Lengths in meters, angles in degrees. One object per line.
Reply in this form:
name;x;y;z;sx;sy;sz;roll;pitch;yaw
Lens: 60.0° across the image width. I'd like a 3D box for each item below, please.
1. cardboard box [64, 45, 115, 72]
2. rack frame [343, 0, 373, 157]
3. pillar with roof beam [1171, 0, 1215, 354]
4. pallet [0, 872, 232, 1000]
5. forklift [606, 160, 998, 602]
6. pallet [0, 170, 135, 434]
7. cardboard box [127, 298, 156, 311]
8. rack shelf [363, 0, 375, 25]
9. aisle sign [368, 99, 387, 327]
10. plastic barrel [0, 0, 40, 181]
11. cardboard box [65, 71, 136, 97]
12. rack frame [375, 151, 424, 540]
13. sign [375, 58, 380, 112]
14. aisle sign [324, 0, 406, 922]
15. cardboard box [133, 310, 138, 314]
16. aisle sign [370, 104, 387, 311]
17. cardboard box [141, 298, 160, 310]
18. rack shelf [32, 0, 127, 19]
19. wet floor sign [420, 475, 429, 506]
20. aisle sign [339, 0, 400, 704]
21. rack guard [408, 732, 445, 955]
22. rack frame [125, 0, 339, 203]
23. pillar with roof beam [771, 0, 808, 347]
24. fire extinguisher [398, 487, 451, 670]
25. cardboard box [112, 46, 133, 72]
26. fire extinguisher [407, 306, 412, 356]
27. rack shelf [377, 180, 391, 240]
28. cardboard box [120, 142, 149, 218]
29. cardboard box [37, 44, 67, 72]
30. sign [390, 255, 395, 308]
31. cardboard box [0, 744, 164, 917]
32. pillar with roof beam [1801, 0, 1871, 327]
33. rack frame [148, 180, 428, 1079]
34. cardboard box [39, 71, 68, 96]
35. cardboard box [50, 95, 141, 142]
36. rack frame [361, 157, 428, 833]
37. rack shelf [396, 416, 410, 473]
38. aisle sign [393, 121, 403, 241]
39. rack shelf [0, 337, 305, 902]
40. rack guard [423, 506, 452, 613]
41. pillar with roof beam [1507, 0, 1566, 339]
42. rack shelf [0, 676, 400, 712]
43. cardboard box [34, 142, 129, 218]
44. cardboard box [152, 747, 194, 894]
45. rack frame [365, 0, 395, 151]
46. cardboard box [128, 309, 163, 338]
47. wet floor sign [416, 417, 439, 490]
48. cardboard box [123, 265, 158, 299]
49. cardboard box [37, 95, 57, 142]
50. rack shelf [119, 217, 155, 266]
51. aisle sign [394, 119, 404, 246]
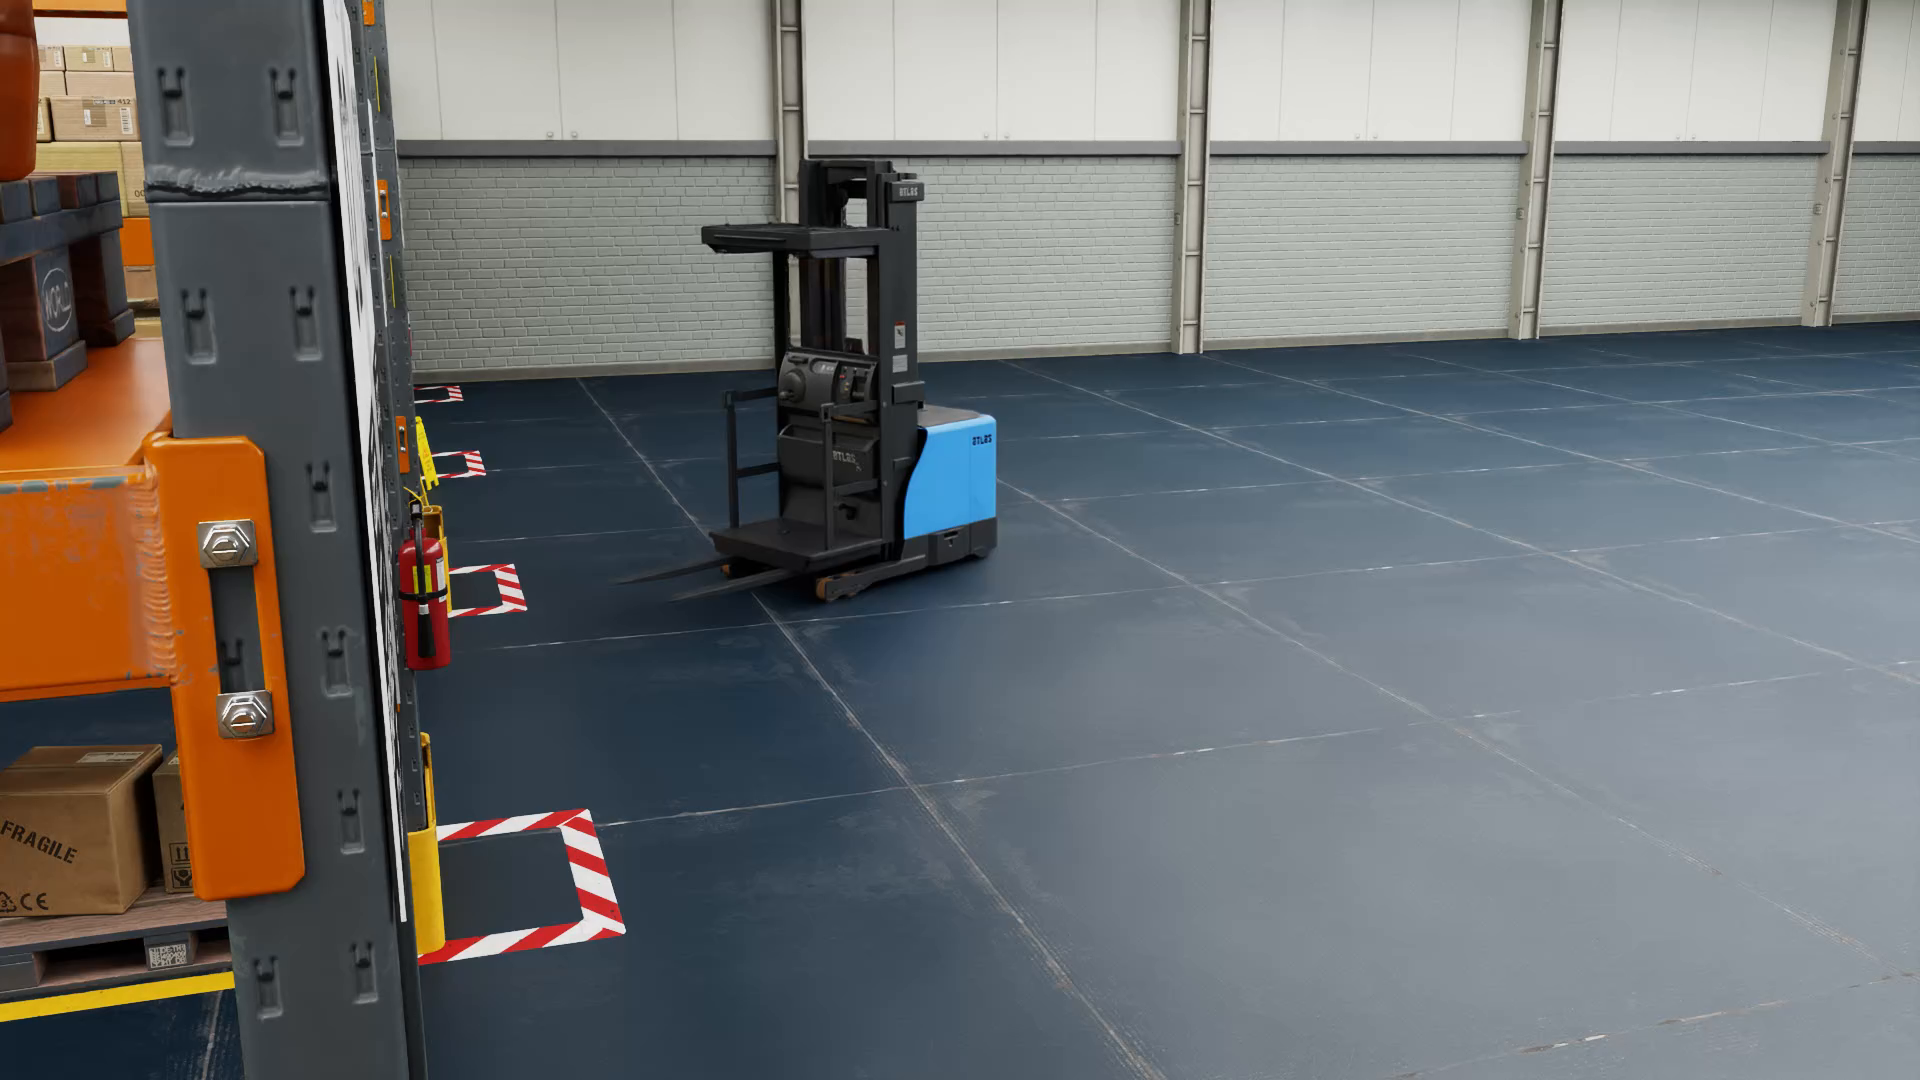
cardboard box;-5.175;-2.867;9.929;0.250;0.149;0.380;-5;14;-19
rack frame;-2.273;-2.906;5.912;0.127;3.000;1.000;-4;14;-18
pillar with roof beam;4.779;-6.255;19.994;0.400;9.000;9.100;-4;14;-18
pallet;-3.126;1.427;6.686;1.213;0.211;1.003;-4;14;-18
forklift;-1.078;-1.133;11.570;1.130;2.935;3.031;12;18;41
pallet;-1.508;-0.229;1.548;1.213;0.211;1.003;-4;14;-18
cardboard box;-3.357;-0.651;6.377;0.500;0.500;0.500;-4;14;-18
rack shelf;-5.654;-3.309;10.026;4.000;0.370;1.077;-4;14;-18
aisle sign;-2.118;-1.191;6.048;0.004;0.787;0.394;-4;14;-18
plastic barrel;-1.113;-0.710;1.326;0.708;0.830;0.600;-4;14;-18
cardboard box;-5.084;-2.695;10.068;0.500;0.250;0.500;-5;14;-18
rack frame;-3.759;-1.082;11.211;0.127;3.000;1.000;-4;14;-18
sign;-3.599;-2.814;10.266;0.005;0.325;0.100;-4;14;-18
aisle sign;-0.530;-0.106;1.487;0.004;0.787;0.394;-4;14;-18
cardboard box;-3.187;-0.534;5.886;0.500;0.500;0.500;-4;14;-18
aisle sign;-2.310;-1.322;6.602;0.004;0.787;0.394;-4;14;-18
cardboard box;-2.881;-0.686;6.526;0.500;0.500;0.500;-4;14;-18
rack shelf;-7.329;-4.580;14.513;4.000;0.370;1.077;-4;14;-18
wet floor sign;-4.363;-0.373;13.318;0.232;0.644;0.267;-7;15;-28
aisle sign;-0.718;-0.235;2.031;0.004;0.787;0.394;-4;14;-18
rack guard;-2.345;1.235;6.872;0.348;0.500;1.175;-4;14;-18
rack frame;-0.693;-1.819;1.345;0.127;3.000;1.000;-4;14;-18
pillar with roof beam;-0.908;-5.812;18.133;0.400;9.000;9.100;-4;14;-18
fire extinguisher;-2.017;0.143;6.226;0.183;0.674;0.296;-4;14;-18
cardboard box;-4.932;-2.886;10.010;0.250;0.149;0.380;-4;14;-18
fire extinguisher;-5.178;-2.030;15.364;0.183;0.674;0.296;-4;14;-18
rack shelf;-5.654;-2.044;10.327;4.000;0.370;1.077;-4;14;-18
cardboard box;-2.649;-1.282;5.893;0.500;0.250;0.500;-4;14;-17
cardboard box;-5.415;-2.848;9.850;0.250;0.149;0.380;-4;14;-18
sign;-3.599;-1.641;10.545;0.005;0.325;0.100;-4;14;-18
cardboard box;-3.425;1.119;6.452;0.500;0.500;0.500;-1;13;-3
pillar with roof beam;16.152;-7.141;23.718;0.400;9.000;9.100;-4;14;-18
rack frame;-0.693;1.099;2.040;0.127;3.000;1.000;-4;14;-18
cardboard box;-5.562;-2.658;9.912;0.500;0.250;0.500;-4;14;-18
cardboard box;-2.945;-1.441;5.698;0.250;0.149;0.380;-5;14;-21
rack frame;-2.273;0.013;6.607;0.127;3.000;1.000;-4;14;-18
rack shelf;-5.654;-0.585;10.674;4.000;0.370;1.077;-4;14;-18
aisle sign;-3.787;-2.418;11.209;0.004;0.787;0.394;-4;14;-18
rack shelf;-2.589;0.137;1.155;4.000;0.370;1.077;-4;14;-18
rack guard;-3.736;0.132;11.508;0.348;0.500;1.175;-4;14;-18
pillar with roof beam;10.466;-6.698;21.856;0.400;9.000;9.100;-4;14;-18
rack shelf;-4.168;0.510;6.069;4.000;0.370;1.077;-4;14;-18
cardboard box;-3.121;-1.245;5.735;0.500;0.250;0.500;-4;14;-18
cardboard box;-2.870;1.067;6.669;0.500;0.500;0.500;-2;14;-8
rack frame;-3.759;-4.001;10.517;0.127;3.000;1.000;-4;14;-18
cardboard box;-2.715;-0.572;6.046;0.500;0.500;0.500;-4;14;-18
wet floor sign;-4.912;-0.795;15.089;0.232;0.644;0.267;0;13;1
cardboard box;-5.189;-1.589;10.685;0.550;0.550;0.875;-4;14;-18
cardboard box;-3.175;-1.417;5.598;0.250;0.149;0.380;-4;14;-18
rack shelf;-4.168;-0.949;5.722;4.000;0.370;1.077;-4;14;-18
aisle sign;-3.596;-2.287;10.656;0.004;0.787;0.394;-4;14;-18
